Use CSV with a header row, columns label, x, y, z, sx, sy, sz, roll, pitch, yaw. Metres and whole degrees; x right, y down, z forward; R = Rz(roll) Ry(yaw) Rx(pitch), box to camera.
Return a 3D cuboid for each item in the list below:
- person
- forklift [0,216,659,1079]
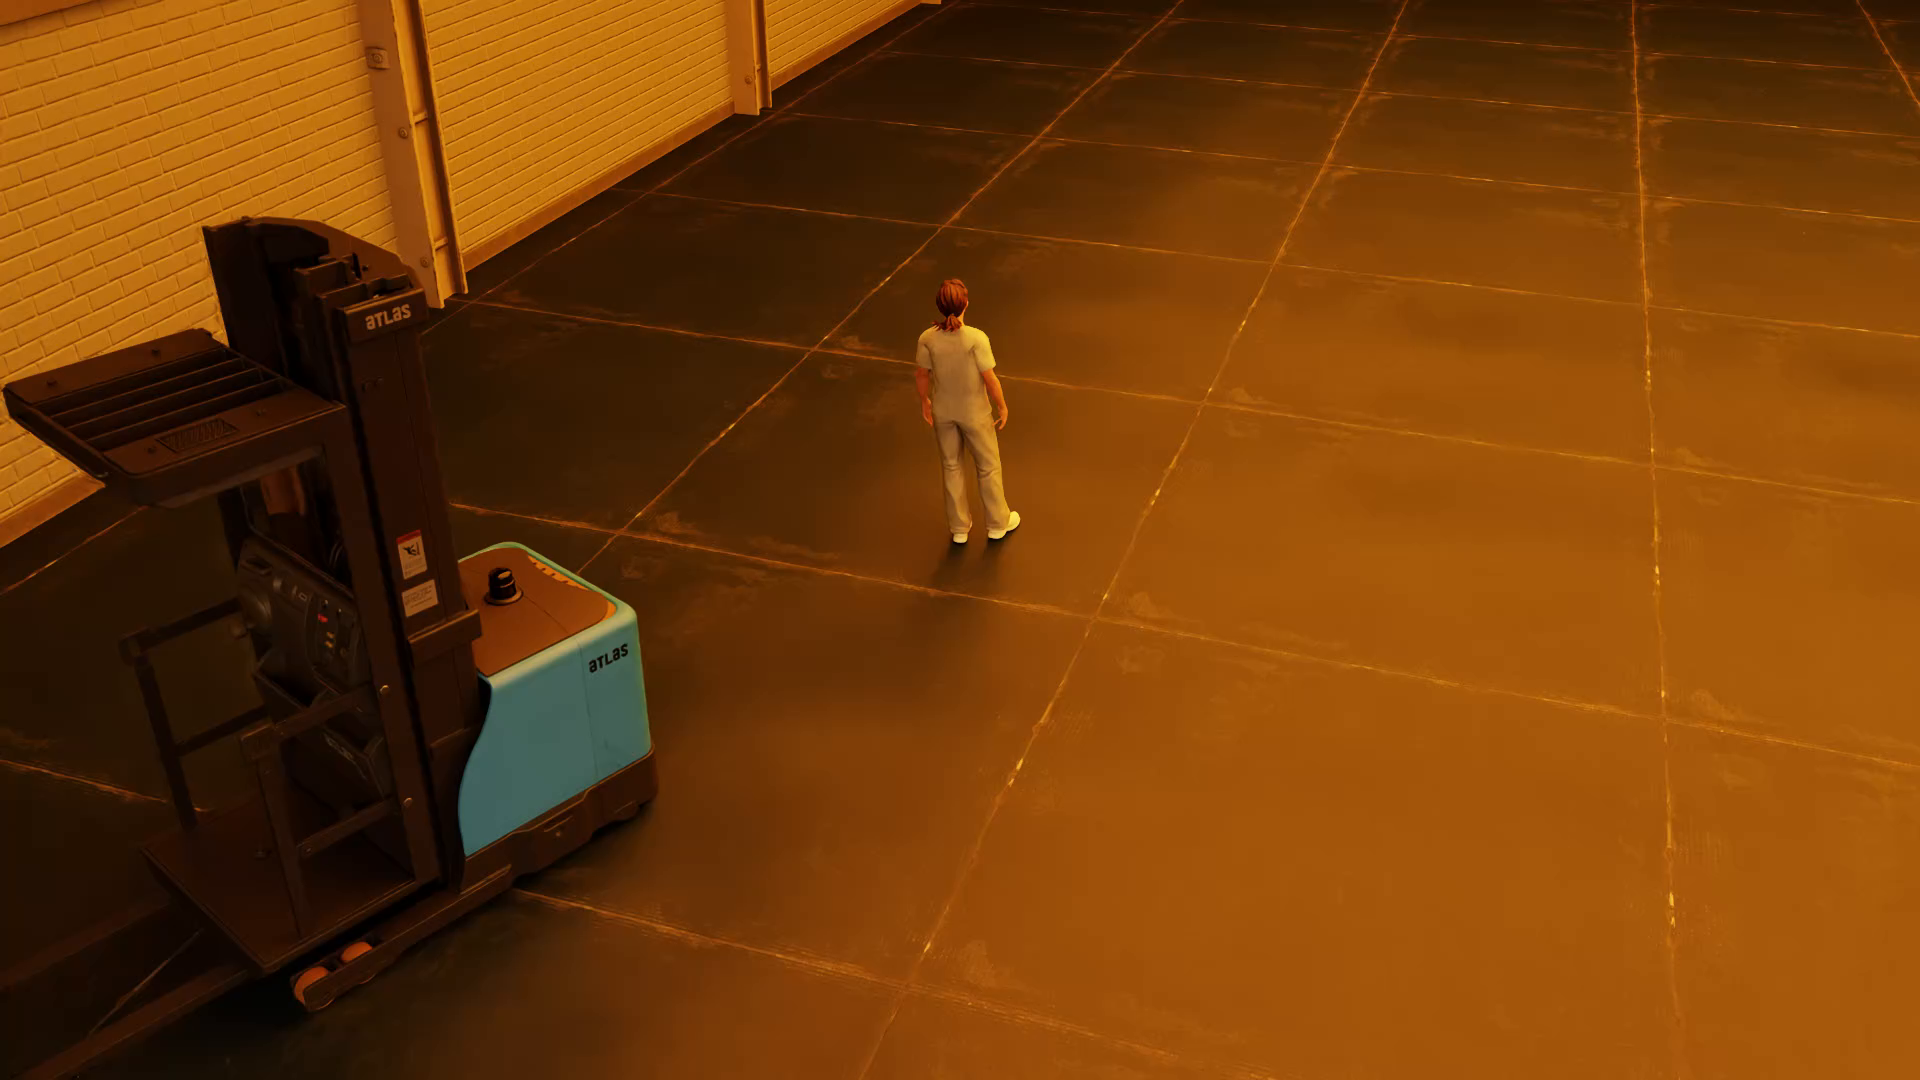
label,x,y,z,sx,sy,sz,roll,pitch,yaw
person,0.037,-0.767,9.734,0.549,1.673,0.548,10,31,16
forklift,-2.788,0.346,6.530,1.130,2.935,3.031,24,38,36
